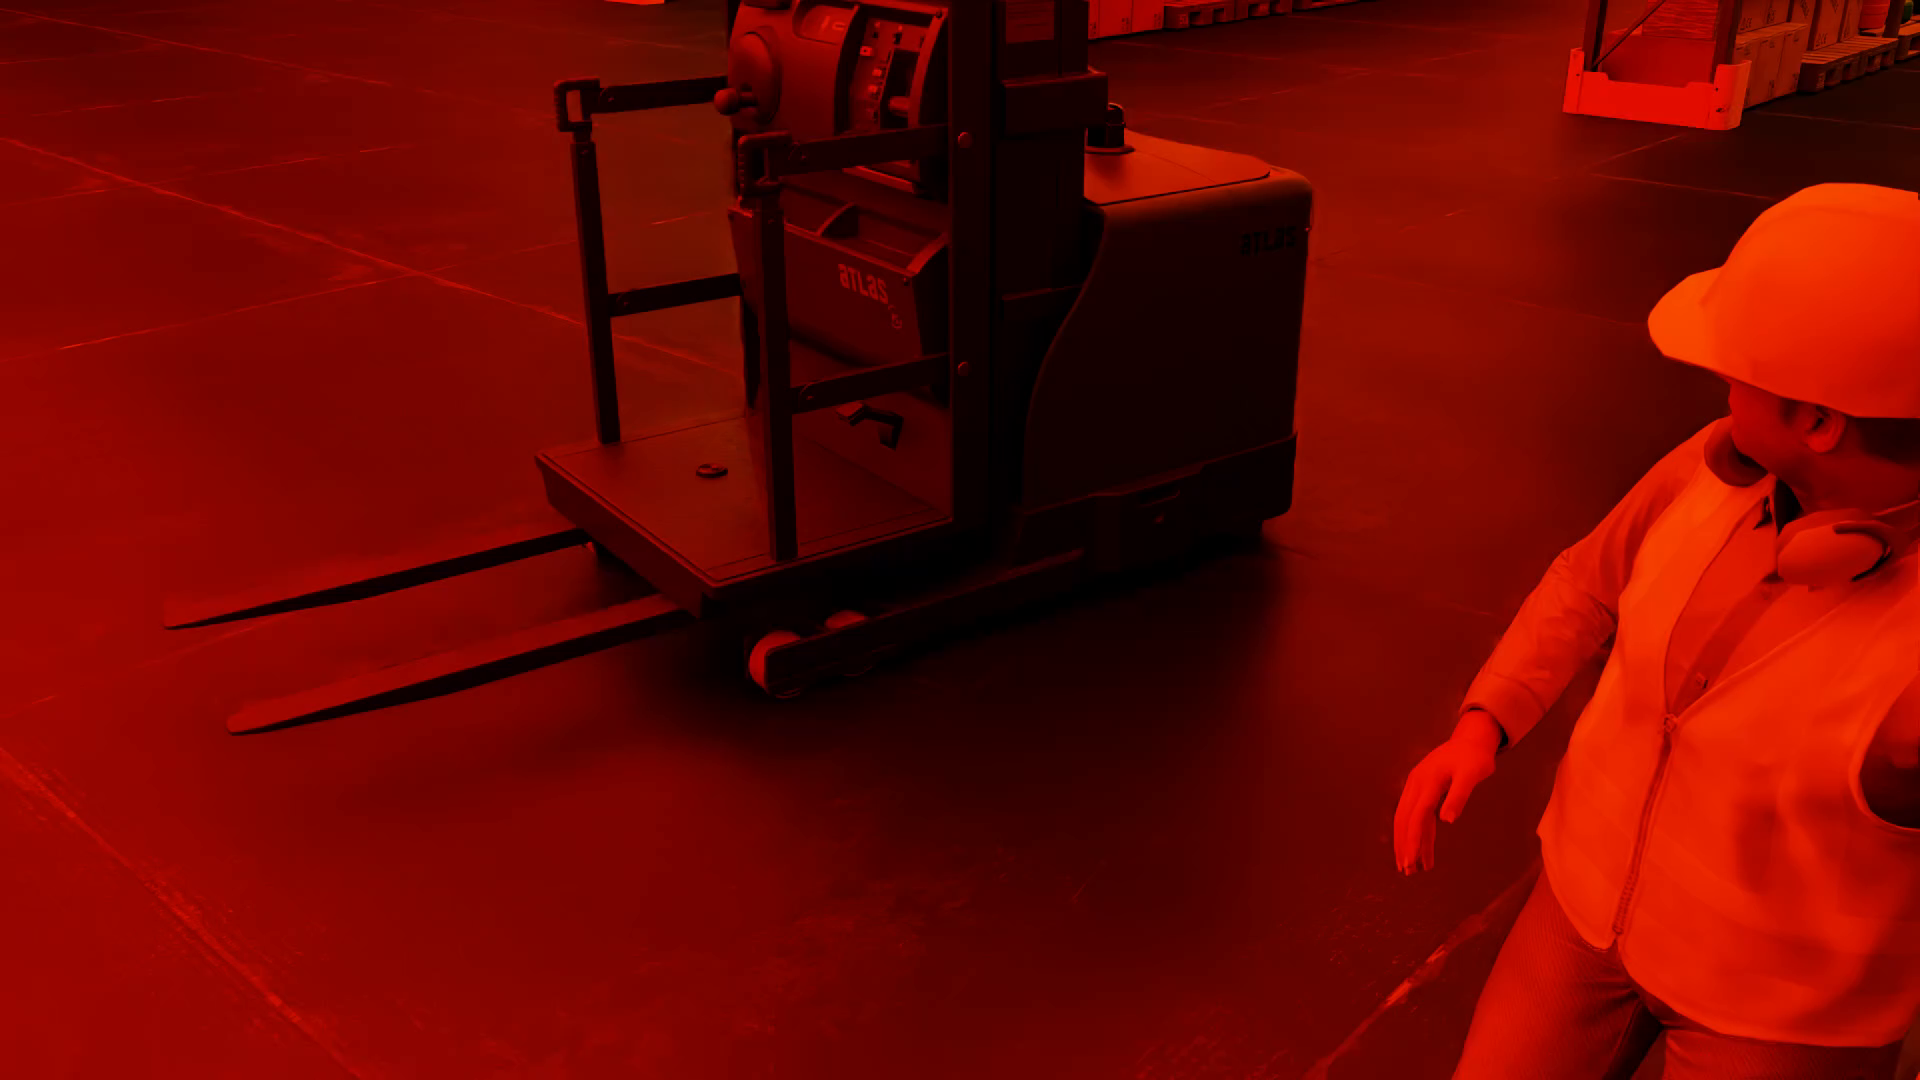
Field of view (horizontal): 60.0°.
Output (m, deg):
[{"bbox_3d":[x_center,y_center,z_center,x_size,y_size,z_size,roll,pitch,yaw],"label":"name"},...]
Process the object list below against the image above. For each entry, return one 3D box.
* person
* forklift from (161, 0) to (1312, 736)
[{"bbox_3d":[0.812,0.473,1.792,0.524,1.724,0.753,-12,27,-26],"label":"person"},{"bbox_3d":[-0.494,-1.193,4.048,3.031,2.935,1.130,-16,28,-32],"label":"forklift"}]
